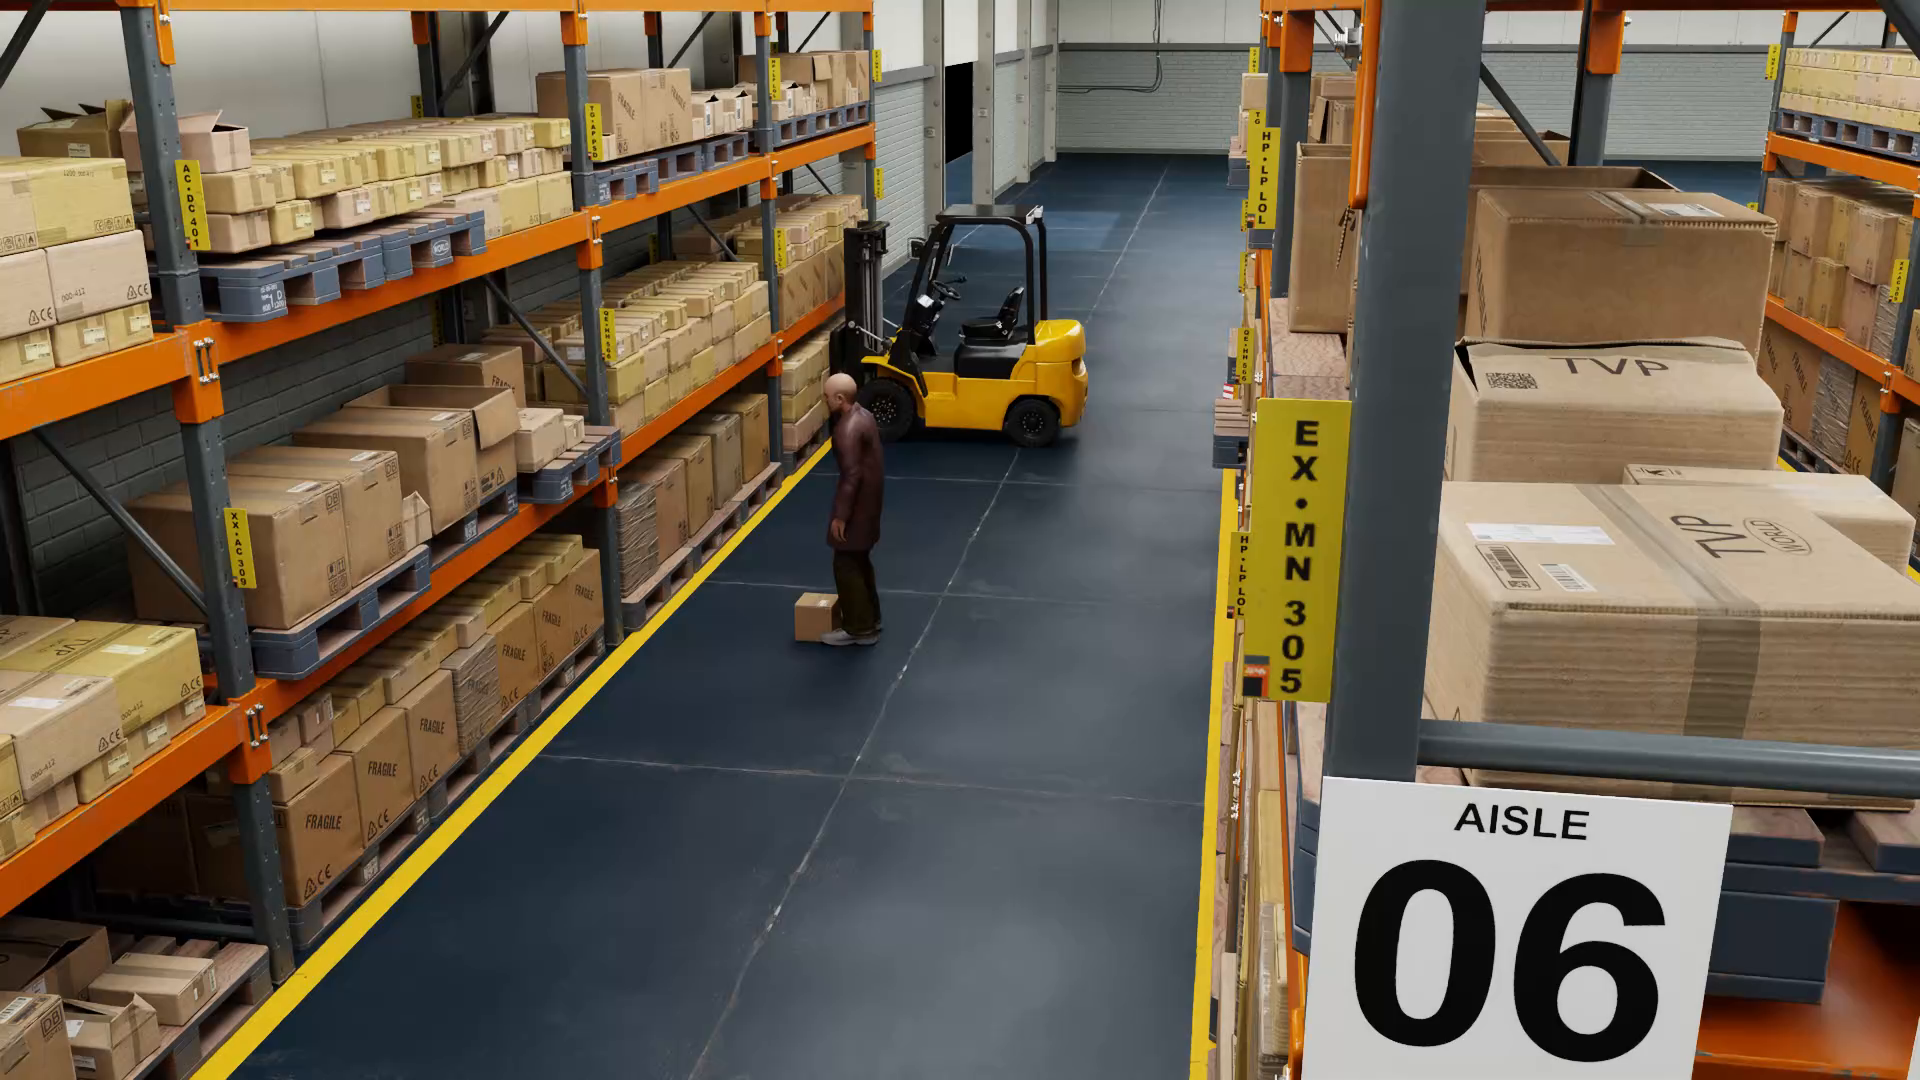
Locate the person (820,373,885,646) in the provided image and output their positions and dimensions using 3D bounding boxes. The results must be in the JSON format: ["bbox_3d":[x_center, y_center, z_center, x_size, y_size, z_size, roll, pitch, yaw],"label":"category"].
[{"bbox_3d":[-0.692,-0.203,10.715,0.416,1.774,0.654,2,18,8],"label":"person"}]
